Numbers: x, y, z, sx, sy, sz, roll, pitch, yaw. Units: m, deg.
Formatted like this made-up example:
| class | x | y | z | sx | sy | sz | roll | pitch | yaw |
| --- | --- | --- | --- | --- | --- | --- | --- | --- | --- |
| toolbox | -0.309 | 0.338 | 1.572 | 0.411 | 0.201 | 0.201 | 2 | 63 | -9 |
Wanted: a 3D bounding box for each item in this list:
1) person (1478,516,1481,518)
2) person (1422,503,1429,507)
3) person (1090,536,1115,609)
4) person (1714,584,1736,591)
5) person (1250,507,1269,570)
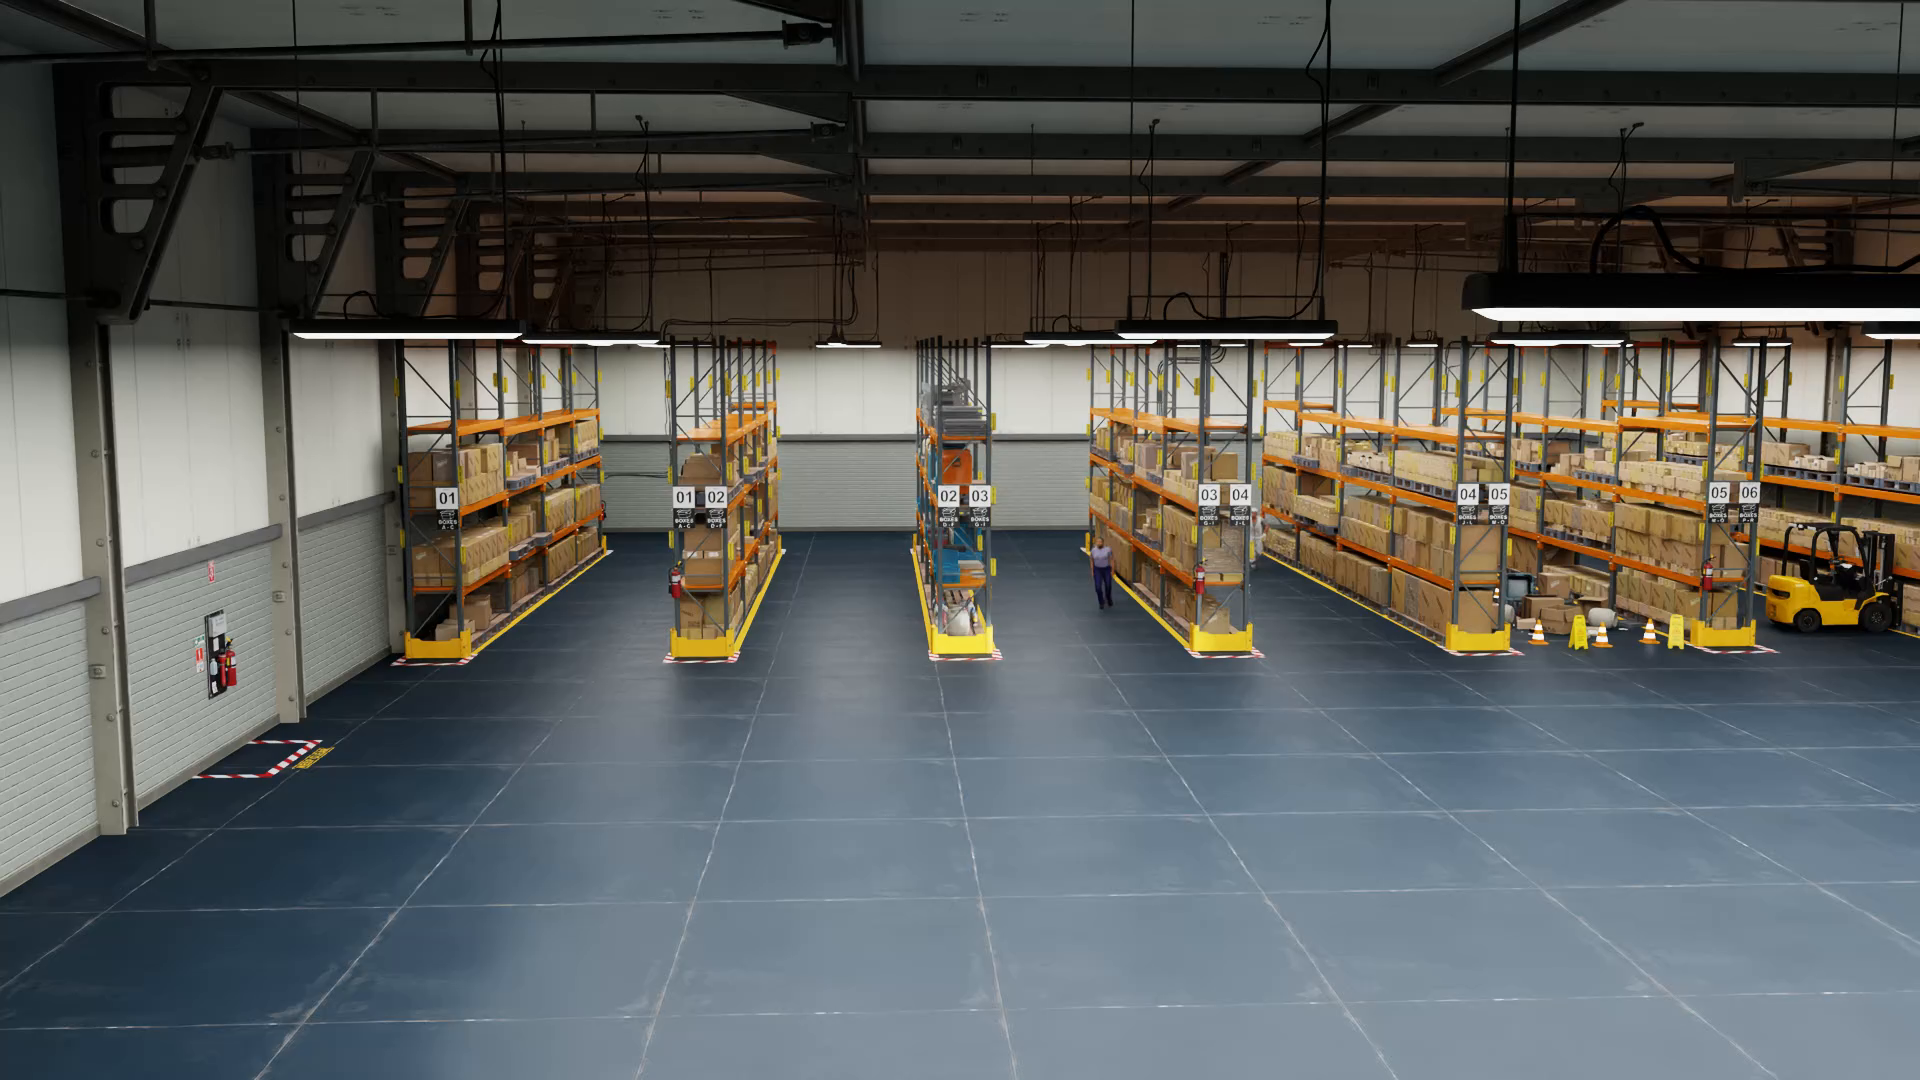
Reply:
| class | x | y | z | sx | sy | sz | roll | pitch | yaw |
| --- | --- | --- | --- | --- | --- | --- | --- | --- | --- |
| person | 12.875 | 0.215 | 41.348 | 0.473 | 1.706 | 0.530 | -3 | 7 | -22 |
| person | 14.182 | -0.831 | 50.090 | 0.881 | 1.740 | 0.572 | -3 | 7 | -23 |
| person | 3.182 | 0.724 | 37.113 | 0.553 | 1.606 | 0.482 | 1 | 7 | 9 |
| person | 16.786 | 0.770 | 36.420 | 0.637 | 1.666 | 0.784 | 0 | 6 | -3 |
| person | 7.716 | -0.035 | 43.428 | 0.695 | 1.680 | 0.653 | 1 | 7 | 6 |
